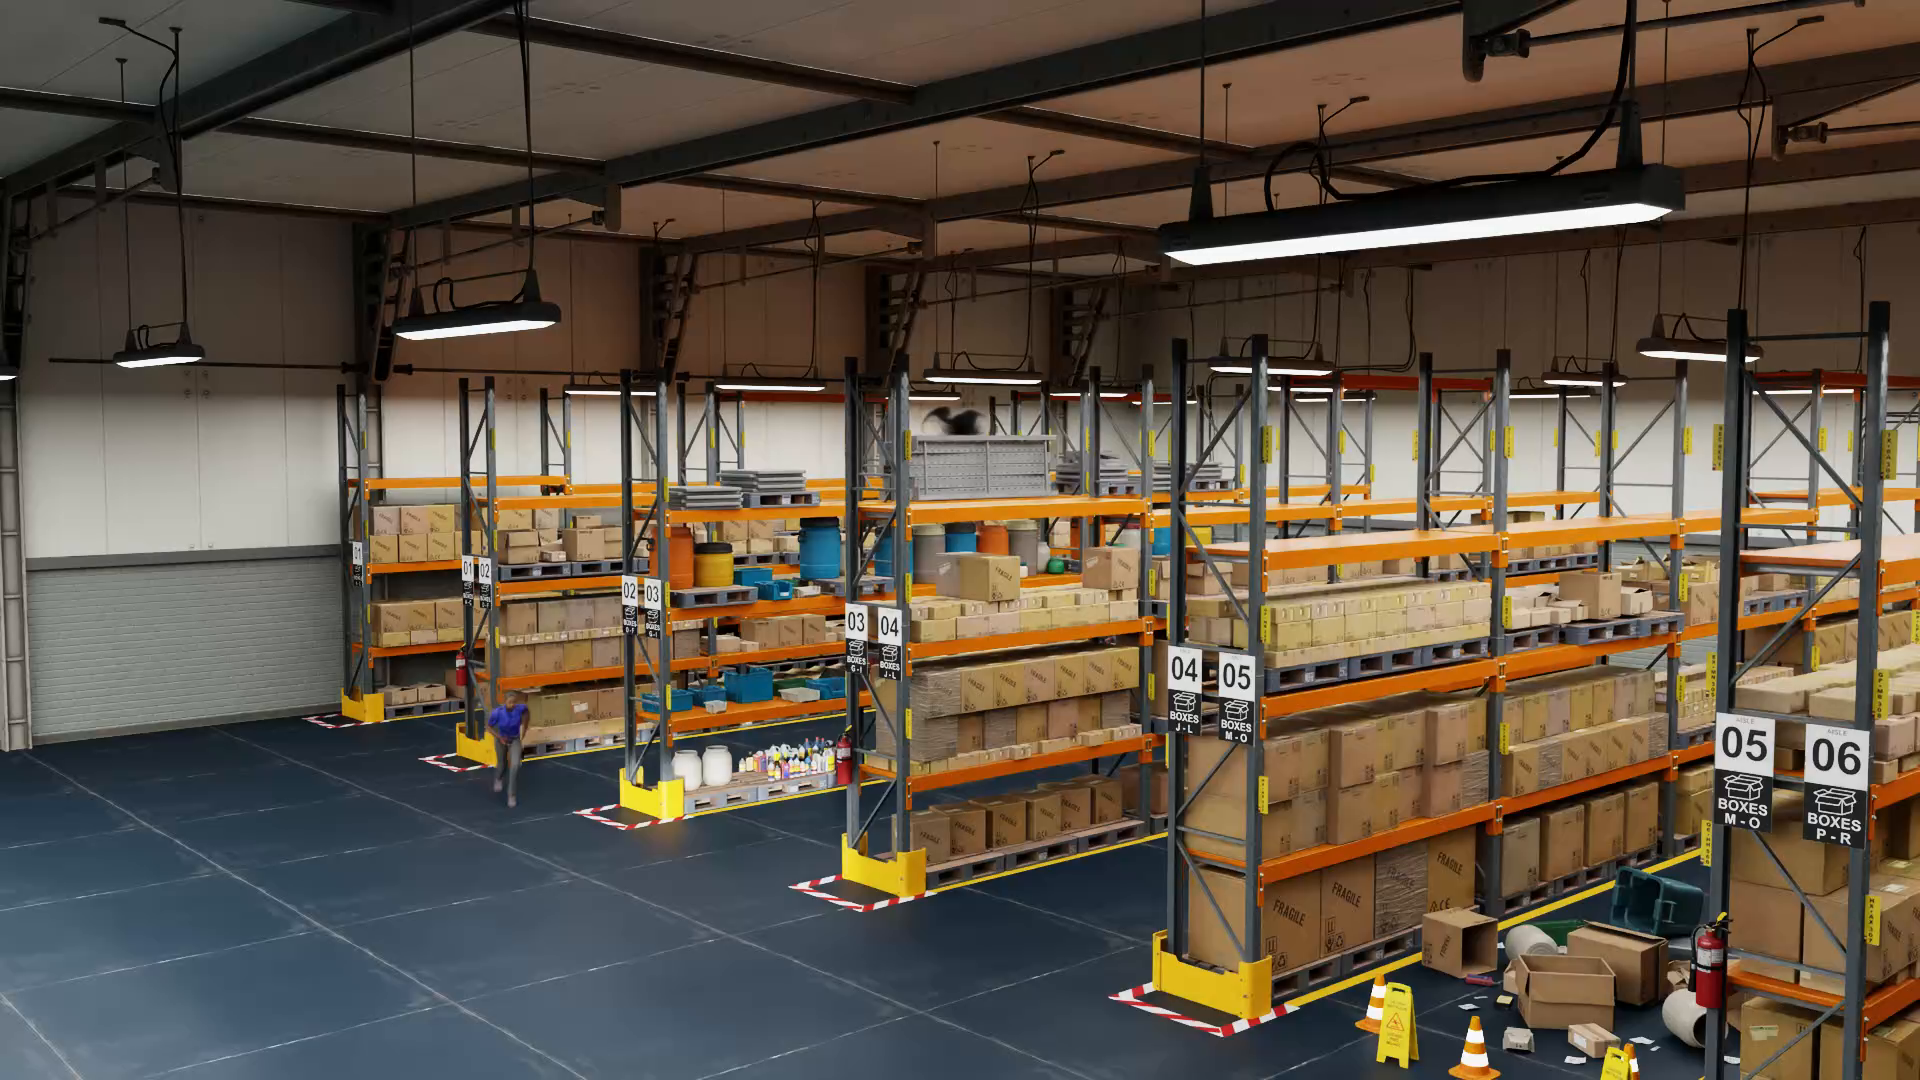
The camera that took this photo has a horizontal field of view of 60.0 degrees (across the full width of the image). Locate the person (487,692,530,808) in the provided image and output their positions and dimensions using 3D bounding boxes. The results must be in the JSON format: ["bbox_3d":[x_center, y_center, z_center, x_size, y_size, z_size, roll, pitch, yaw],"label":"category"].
[{"bbox_3d":[-6.335,2.874,23.242,0.611,1.616,0.964,-2,4,-30],"label":"person"}]

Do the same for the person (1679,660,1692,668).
[{"bbox_3d":[10.965,2.683,25.122,0.757,1.760,0.581,-3,5,-36],"label":"person"}]
